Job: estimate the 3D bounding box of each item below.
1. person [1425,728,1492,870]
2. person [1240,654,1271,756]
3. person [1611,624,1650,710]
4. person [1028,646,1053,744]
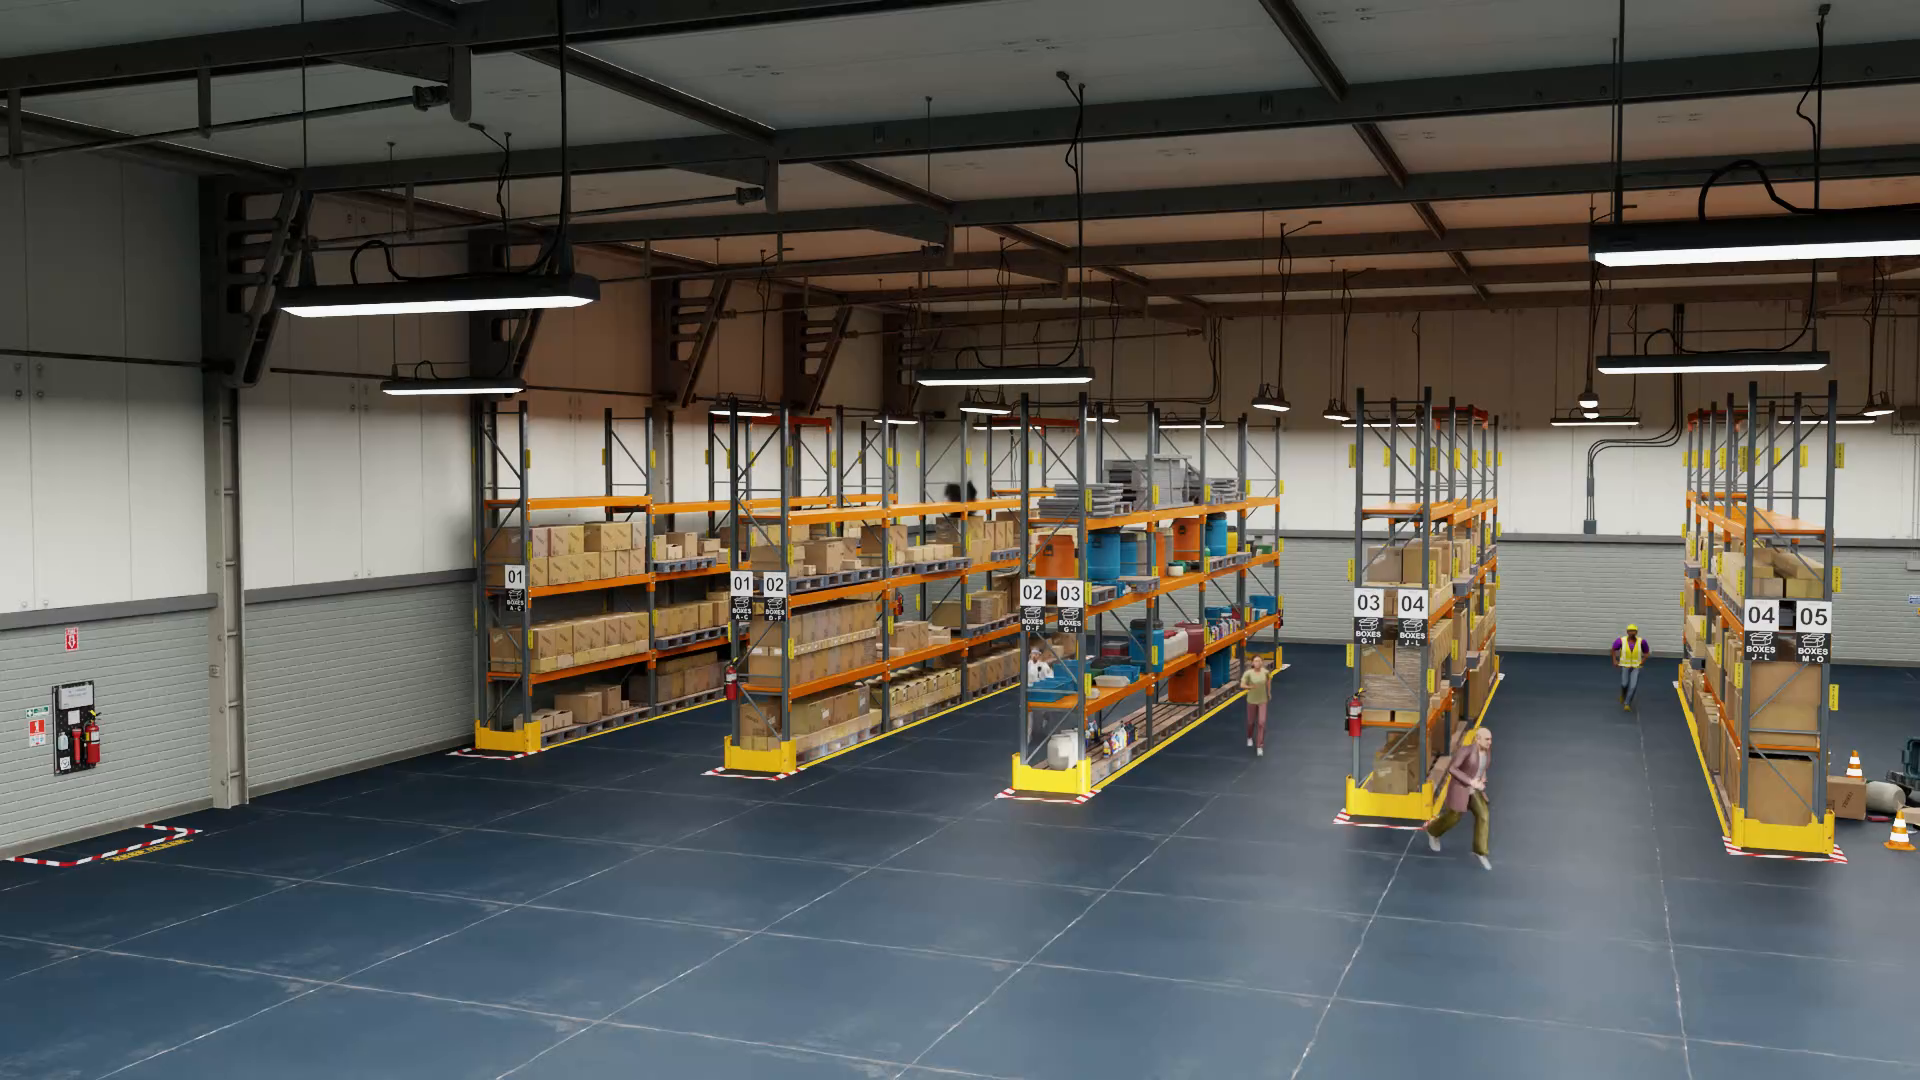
[{"bbox_3d":[6.243,3.158,20.745,0.753,1.743,1.103,-2,3,-32],"label":"person"},{"bbox_3d":[5.025,2.761,28.242,0.571,1.660,0.969,0,3,1],"label":"person"},{"bbox_3d":[13.367,2.533,33.149,0.713,1.720,0.573,1,3,16],"label":"person"},{"bbox_3d":[1.387,2.731,29.634,0.584,1.702,1.094,1,3,18],"label":"person"}]
